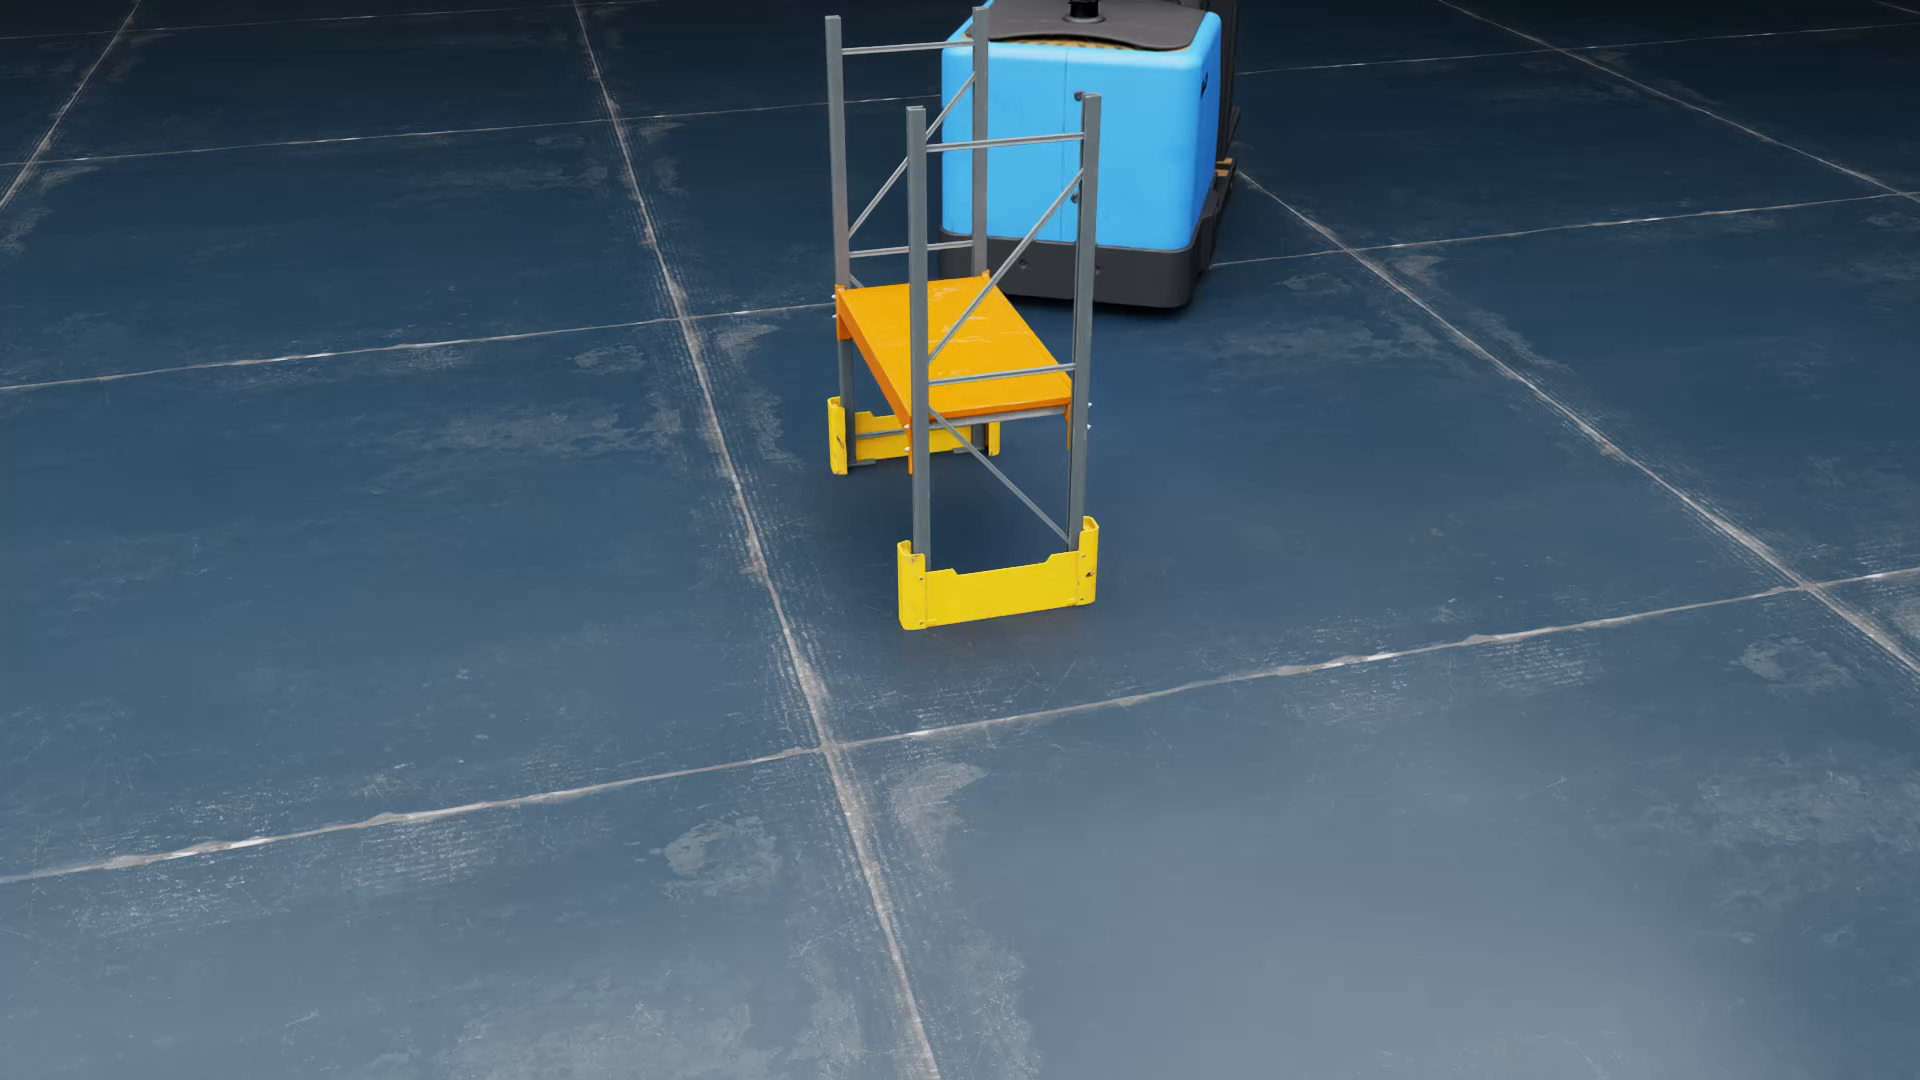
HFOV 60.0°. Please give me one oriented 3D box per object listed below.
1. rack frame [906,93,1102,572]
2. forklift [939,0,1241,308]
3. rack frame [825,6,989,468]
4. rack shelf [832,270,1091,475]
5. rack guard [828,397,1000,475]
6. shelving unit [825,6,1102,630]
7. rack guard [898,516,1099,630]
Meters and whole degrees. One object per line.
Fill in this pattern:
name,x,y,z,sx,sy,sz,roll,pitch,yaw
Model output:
rack frame,0.112,-0.445,4.521,0.500,1.500,0.032,-8,31,-13
forklift,0.753,-2.932,7.390,1.130,2.935,3.031,7,31,12
rack frame,-0.158,-0.936,5.370,0.500,1.500,0.032,-8,31,-13
rack shelf,-0.023,-0.535,5.036,0.538,0.185,1.000,-8,31,-13
rack guard,-0.152,-0.386,5.667,0.587,0.250,0.087,-8,31,-13
shelving unit,-0.020,-0.686,4.938,0.587,1.500,1.083,-8,31,-13
rack guard,0.112,0.096,4.835,0.587,0.250,0.087,-8,31,-13
